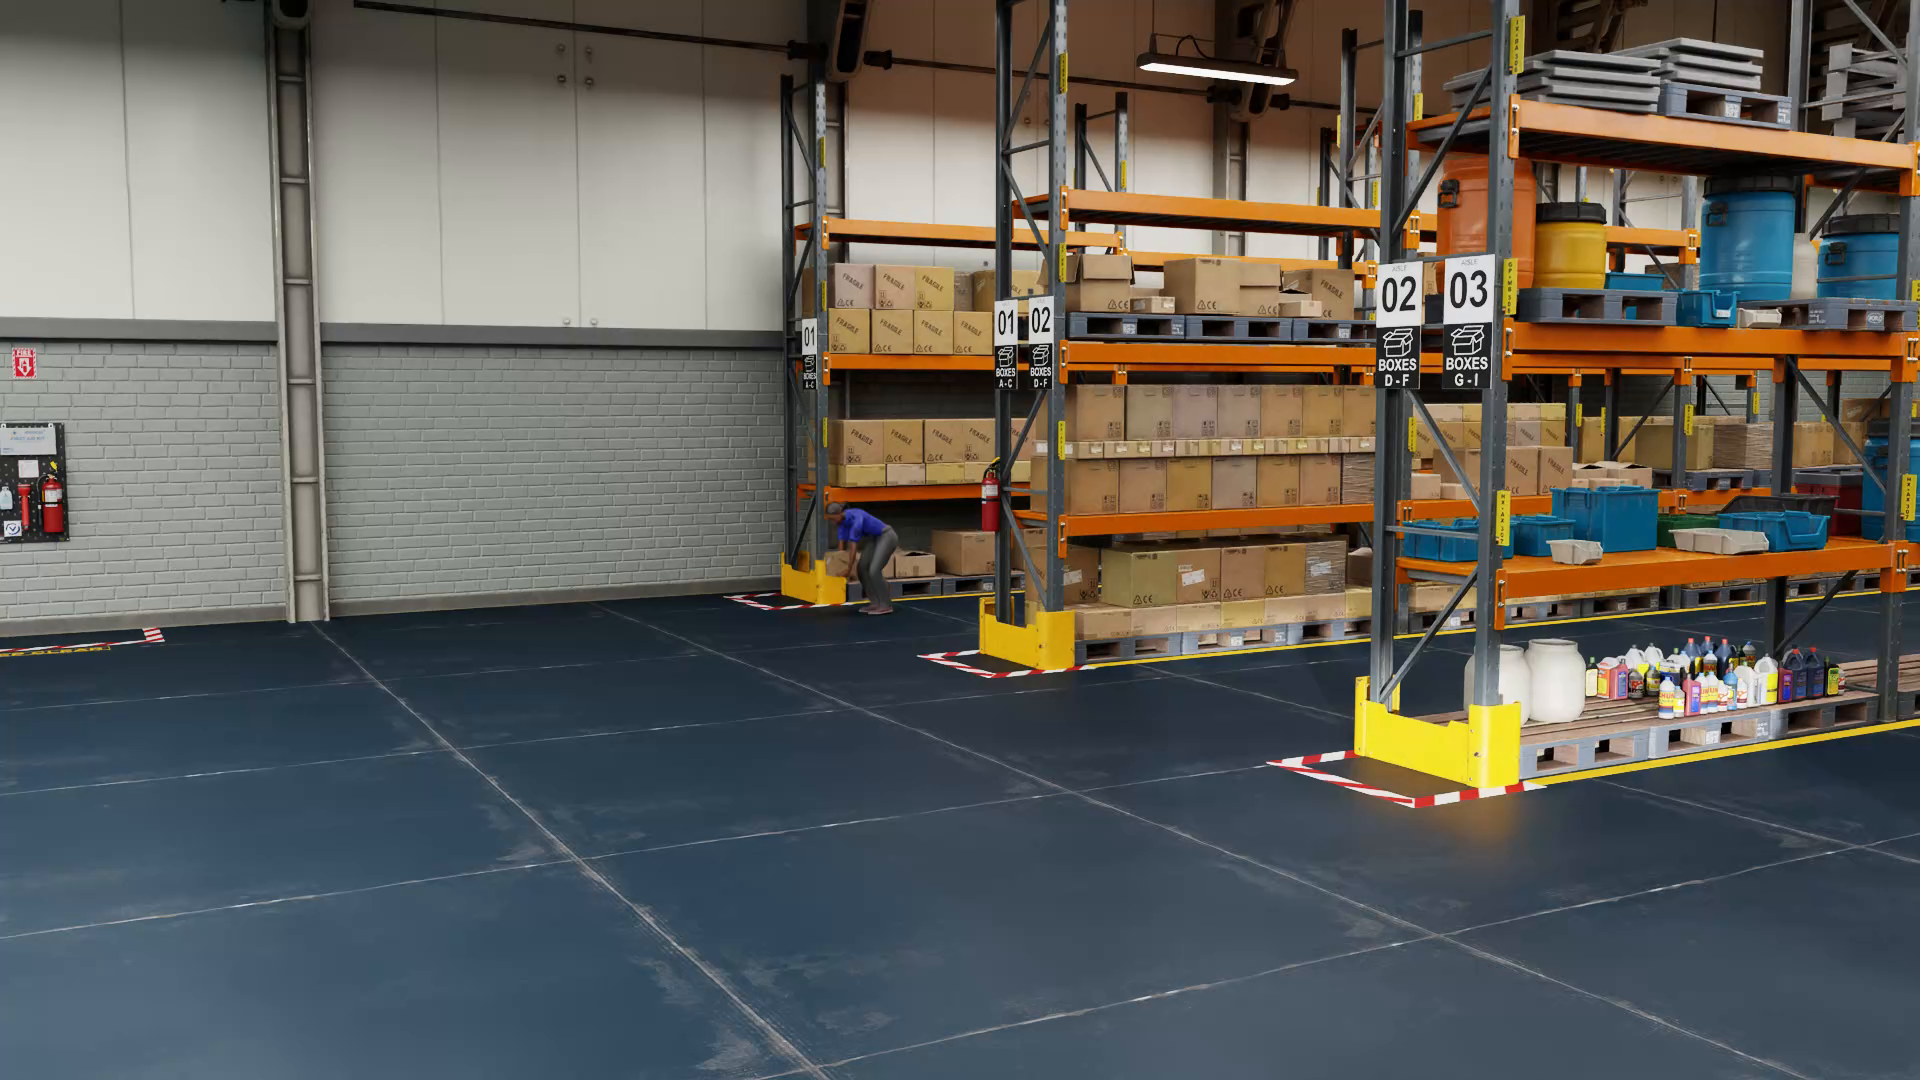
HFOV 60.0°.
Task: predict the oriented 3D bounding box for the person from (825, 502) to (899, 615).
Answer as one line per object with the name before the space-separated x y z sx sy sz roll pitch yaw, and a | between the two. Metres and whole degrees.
person | -1.066 0.193 17.857 0.825 1.221 0.428 -3 6 -28
